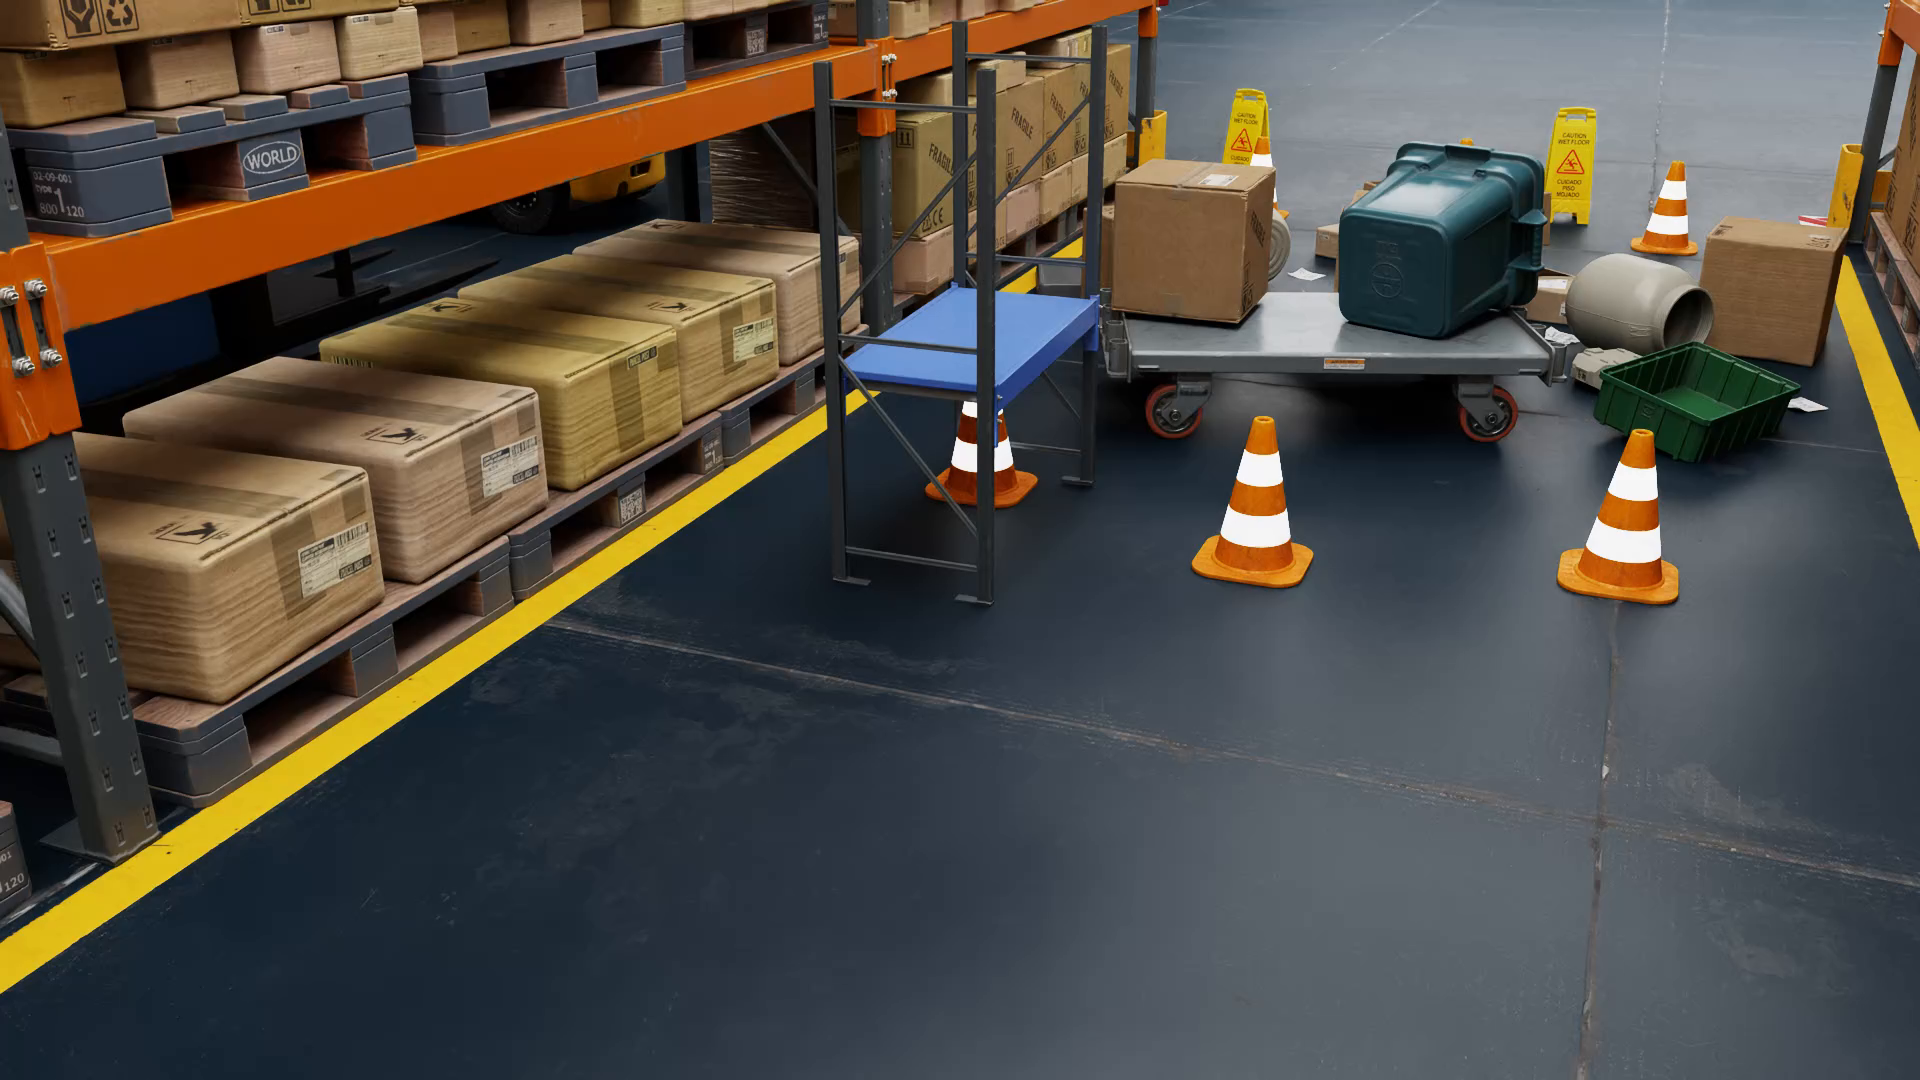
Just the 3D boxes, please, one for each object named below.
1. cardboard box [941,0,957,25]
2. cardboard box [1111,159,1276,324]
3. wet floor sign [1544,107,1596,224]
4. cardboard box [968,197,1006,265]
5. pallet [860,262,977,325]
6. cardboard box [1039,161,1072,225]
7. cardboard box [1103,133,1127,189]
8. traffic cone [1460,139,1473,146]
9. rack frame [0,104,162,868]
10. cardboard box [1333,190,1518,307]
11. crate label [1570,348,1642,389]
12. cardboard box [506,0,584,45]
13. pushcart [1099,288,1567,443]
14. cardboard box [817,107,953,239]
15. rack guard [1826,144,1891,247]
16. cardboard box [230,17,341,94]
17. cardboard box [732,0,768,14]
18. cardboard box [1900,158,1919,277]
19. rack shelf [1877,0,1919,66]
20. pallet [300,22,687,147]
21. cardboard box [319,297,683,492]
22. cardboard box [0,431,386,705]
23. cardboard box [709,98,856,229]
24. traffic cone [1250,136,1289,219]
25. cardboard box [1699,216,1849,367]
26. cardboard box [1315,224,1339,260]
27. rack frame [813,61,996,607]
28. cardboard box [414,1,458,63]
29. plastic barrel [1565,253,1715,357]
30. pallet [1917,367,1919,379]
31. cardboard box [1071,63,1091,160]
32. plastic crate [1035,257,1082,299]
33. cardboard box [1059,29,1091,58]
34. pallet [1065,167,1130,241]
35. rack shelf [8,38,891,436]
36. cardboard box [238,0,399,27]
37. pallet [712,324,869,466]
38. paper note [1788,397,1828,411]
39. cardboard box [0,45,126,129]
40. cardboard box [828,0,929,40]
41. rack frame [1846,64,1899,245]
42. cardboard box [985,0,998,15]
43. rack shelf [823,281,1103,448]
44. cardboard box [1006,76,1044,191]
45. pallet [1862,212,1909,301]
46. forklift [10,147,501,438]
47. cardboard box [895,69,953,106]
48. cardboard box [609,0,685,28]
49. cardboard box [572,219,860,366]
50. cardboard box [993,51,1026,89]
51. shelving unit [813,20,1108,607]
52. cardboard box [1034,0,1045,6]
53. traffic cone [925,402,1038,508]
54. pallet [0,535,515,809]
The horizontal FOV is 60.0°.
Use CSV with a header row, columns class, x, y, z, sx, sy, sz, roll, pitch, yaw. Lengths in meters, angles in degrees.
class,x,y,z,sx,sy,sz,roll,pitch,yaw
cardboard box,-0.234,-2.355,7.322,0.380,0.149,0.250,9,24,20
cardboard box,0.899,-1.159,6.393,0.500,0.500,0.500,9,24,20
wet floor sign,3.527,-2.173,9.615,0.267,0.644,0.232,5,23,11
cardboard box,-0.107,-1.497,7.965,0.500,0.250,0.500,10,25,23
pallet,-0.548,-1.165,7.766,1.003,0.211,1.213,9,24,20
cardboard box,0.282,-1.863,8.841,0.500,0.250,0.500,8,24,18
cardboard box,0.662,-2.227,9.712,0.500,0.250,0.500,9,24,20
traffic cone,2.916,-2.092,9.658,0.336,0.463,0.334,9,24,20
rack frame,-2.251,-0.775,3.215,1.000,3.000,0.127,9,24,20
cardboard box,2.079,-1.222,7.347,0.797,0.637,0.503,9,24,20
crate label,2.629,-0.682,6.705,0.298,0.136,0.250,-7,24,-17
cardboard box,-1.312,-1.514,4.765,0.380,0.149,0.250,10,25,22
pushcart,1.371,-0.688,6.408,1.648,0.377,0.936,1,23,2
cardboard box,-0.295,-1.650,7.359,0.500,0.500,0.500,10,25,23
rack guard,5.363,-1.821,8.961,1.175,0.500,0.348,9,24,20
cardboard box,-1.677,-1.131,3.846,0.380,0.149,0.250,7,24,17
cardboard box,-0.876,-1.872,5.620,0.380,0.149,0.250,8,24,19
cardboard box,4.839,-1.612,7.429,0.875,0.875,0.875,8,24,19
rack shelf,4.612,-1.918,6.883,1.077,0.370,4.000,9,24,20
pallet,-1.553,-1.401,4.961,1.003,0.211,1.213,9,24,20
cardboard box,-1.478,-0.493,5.403,0.950,0.372,0.625,10,25,22
cardboard box,-2.031,0.043,4.121,0.950,0.372,0.625,7,24,16
cardboard box,-0.794,-1.728,7.545,0.500,0.500,0.500,8,24,19
traffic cone,1.759,-2.129,9.747,0.336,0.463,0.334,9,24,20
cardboard box,3.492,-1.084,7.194,0.500,0.500,0.500,13,26,29
cardboard box,2.110,-1.565,8.803,0.250,0.149,0.380,-17,28,-35
rack frame,-0.143,-0.536,4.587,0.500,1.500,0.032,8,25,19
cardboard box,-1.538,-1.323,4.308,0.380,0.149,0.250,10,25,23
plastic barrel,2.866,-0.971,7.026,0.421,0.421,0.512,-12,25,-26
pallet,4.224,-0.508,6.193,1.003,0.211,1.213,9,24,20
cardboard box,0.475,-2.398,9.149,0.500,0.500,0.500,10,25,22
plastic crate,0.580,-1.304,8.268,0.402,0.080,0.583,1,23,2
cardboard box,0.495,-2.654,8.920,0.380,0.149,0.250,9,24,21
pallet,0.358,-2.039,9.857,1.003,0.211,1.213,9,24,20
rack shelf,-1.508,-1.159,5.067,1.077,0.370,4.000,9,24,20
cardboard box,-1.682,-1.468,3.812,0.500,0.500,0.500,10,25,23
pallet,-1.053,-0.641,6.511,1.003,0.211,1.213,9,24,20
paper note,3.278,-0.535,6.490,0.147,0.020,0.142,-7,24,-17
cardboard box,-1.957,-0.943,3.397,0.380,0.149,0.250,7,24,17
cardboard box,-0.350,-2.158,6.850,0.380,0.149,0.250,9,24,20
rack frame,5.354,-2.966,8.458,1.000,3.000,0.127,9,24,20
cardboard box,-0.040,-2.538,7.761,0.380,0.149,0.250,9,24,20
rack shelf,0.038,-0.561,5.094,0.538,0.185,1.000,8,25,19
cardboard box,0.087,-2.029,8.265,0.500,0.500,0.500,10,25,23
pallet,5.130,-1.382,8.284,1.003,0.211,1.213,9,24,20
forklift,-3.010,-1.972,6.169,1.130,2.935,3.031,8,24,19
cardboard box,-0.193,-1.986,7.320,0.380,0.149,0.250,9,24,21
cardboard box,-1.092,-1.698,5.204,0.380,0.149,0.250,9,24,20
cardboard box,-0.957,-1.000,6.617,0.950,0.372,0.625,9,24,21
cardboard box,0.094,-2.267,7.993,0.380,0.149,0.250,10,25,23
shelving unit,0.037,-0.726,5.023,0.538,1.500,1.048,8,25,19
cardboard box,0.202,-2.708,8.168,0.380,0.149,0.250,9,24,20
traffic cone,0.074,-0.392,5.588,0.336,0.463,0.334,9,24,20
pallet,-1.959,0.232,4.421,1.003,0.211,1.213,9,24,20
